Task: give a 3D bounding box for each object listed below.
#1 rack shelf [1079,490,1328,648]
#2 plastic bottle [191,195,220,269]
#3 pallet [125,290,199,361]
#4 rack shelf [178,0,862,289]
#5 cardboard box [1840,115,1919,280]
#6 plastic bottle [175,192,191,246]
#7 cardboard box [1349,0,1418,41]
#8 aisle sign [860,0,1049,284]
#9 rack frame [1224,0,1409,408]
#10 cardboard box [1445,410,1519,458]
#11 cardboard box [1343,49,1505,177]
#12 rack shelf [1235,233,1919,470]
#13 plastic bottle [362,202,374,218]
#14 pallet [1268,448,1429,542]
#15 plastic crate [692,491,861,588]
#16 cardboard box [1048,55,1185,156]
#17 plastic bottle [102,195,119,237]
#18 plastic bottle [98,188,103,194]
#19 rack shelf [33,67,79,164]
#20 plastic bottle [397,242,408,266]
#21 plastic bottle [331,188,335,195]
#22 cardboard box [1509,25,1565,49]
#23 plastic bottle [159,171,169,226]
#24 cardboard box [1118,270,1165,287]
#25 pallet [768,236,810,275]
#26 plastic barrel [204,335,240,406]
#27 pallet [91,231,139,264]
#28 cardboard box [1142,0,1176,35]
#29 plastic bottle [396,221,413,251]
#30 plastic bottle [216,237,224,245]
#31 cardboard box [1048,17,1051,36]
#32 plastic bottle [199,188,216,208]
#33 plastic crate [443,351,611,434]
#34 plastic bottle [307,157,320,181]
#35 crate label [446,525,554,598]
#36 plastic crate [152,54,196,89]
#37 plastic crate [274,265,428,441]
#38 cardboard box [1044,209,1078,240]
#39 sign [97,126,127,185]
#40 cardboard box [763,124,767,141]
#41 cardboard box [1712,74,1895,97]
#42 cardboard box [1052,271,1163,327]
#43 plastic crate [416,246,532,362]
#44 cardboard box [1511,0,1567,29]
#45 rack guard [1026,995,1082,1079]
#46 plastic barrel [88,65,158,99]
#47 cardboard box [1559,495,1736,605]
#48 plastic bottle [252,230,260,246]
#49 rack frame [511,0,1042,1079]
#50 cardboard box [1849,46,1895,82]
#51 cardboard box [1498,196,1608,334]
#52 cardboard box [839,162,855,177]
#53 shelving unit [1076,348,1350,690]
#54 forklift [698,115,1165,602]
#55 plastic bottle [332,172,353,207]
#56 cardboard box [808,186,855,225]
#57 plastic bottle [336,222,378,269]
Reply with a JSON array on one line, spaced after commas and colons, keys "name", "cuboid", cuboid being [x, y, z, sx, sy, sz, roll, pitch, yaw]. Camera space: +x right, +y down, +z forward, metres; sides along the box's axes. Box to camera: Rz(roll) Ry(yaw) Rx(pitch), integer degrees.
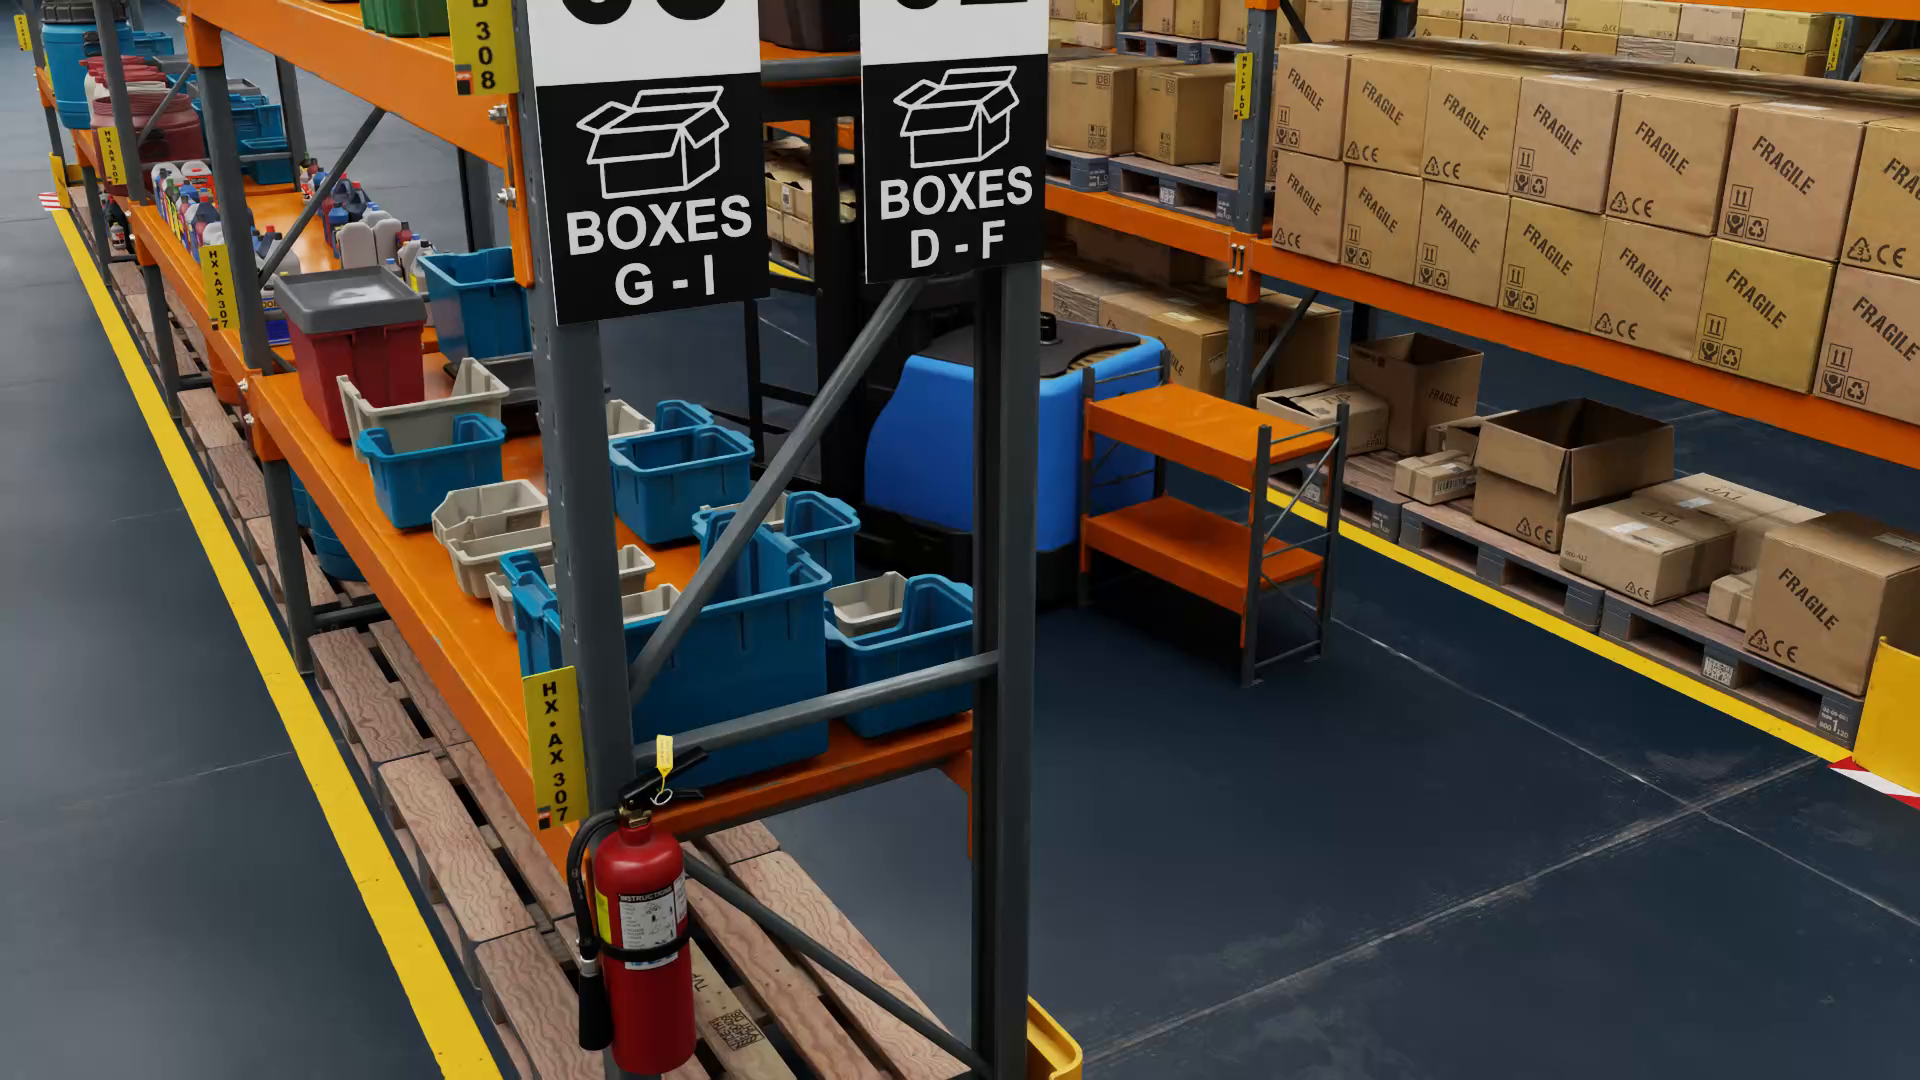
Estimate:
[{"name": "rack shelf", "cuboid": [1.047, 0.104, 7.211, 0.538, 0.278, 1.000, -16, 27, -34]}, {"name": "plastic bottle", "cuboid": [-3.654, -1.504, 8.093, 0.144, 0.351, 0.185, -13, 25, -28]}, {"name": "pallet", "cuboid": [-5.365, -1.591, 11.946, 1.003, 0.211, 1.213, -13, 25, -28]}, {"name": "rack shelf", "cuboid": [-1.319, -1.344, 4.607, 1.077, 0.370, 4.000, -13, 25, -28]}, {"name": "cardboard box", "cuboid": [3.500, -1.193, 5.802, 0.500, 0.500, 0.500, -13, 25, -29]}, {"name": "plastic bottle", "cuboid": [-3.982, -1.658, 8.578, 0.097, 0.271, 0.097, 0, 22, 0]}, {"name": "cardboard box", "cuboid": [3.885, -4.536, 14.771, 0.700, 0.500, 0.500, -16, 27, -34]}, {"name": "aisle sign", "cuboid": [-0.005, -0.879, 3.037, 0.394, 0.787, 0.004, -13, 25, -28]}, {"name": "rack frame", "cuboid": [1.920, -1.887, 8.970, 1.000, 3.000, 0.127, -13, 25, -28]}, {"name": "cardboard box", "cuboid": [2.838, -0.472, 8.477, 0.500, 0.311, 0.500, -13, 25, -28]}, {"name": "cardboard box", "cuboid": [2.183, -2.023, 7.844, 0.500, 0.500, 0.500, -13, 26, -30]}, {"name": "rack shelf", "cuboid": [2.942, -0.906, 7.513, 1.077, 0.370, 4.000, -13, 25, -28]}, {"name": "plastic bottle", "cuboid": [-2.926, -1.548, 8.307, 0.097, 0.271, 0.097, 0, 22, 0]}, {"name": "pallet", "cuboid": [2.270, -0.372, 8.948, 1.003, 0.211, 1.213, -13, 25, -28]}, {"name": "plastic crate", "cuboid": [-0.476, 0.053, 4.340, 0.416, 0.233, 0.300, -13, 25, -28]}, {"name": "cardboard box", "cuboid": [0.965, -2.688, 10.250, 0.500, 0.500, 0.700, 20, 30, 41]}, {"name": "plastic bottle", "cuboid": [-7.101, -2.717, 13.946, 0.144, 0.351, 0.185, -14, 26, -31]}, {"name": "plastic bottle", "cuboid": [-7.586, -2.970, 14.673, 0.097, 0.271, 0.097, 0, 22, 0]}, {"name": "rack shelf", "cuboid": [-7.448, -3.839, 14.729, 1.077, 0.370, 4.000, -13, 25, -28]}, {"name": "plastic bottle", "cuboid": [-2.571, -1.291, 7.767, 0.097, 0.201, 0.097, 0, 22, 0]}, {"name": "plastic bottle", "cuboid": [-3.400, -1.816, 9.060, 0.097, 0.201, 0.097, 0, 22, 0]}, {"name": "cardboard box", "cuboid": [4.674, -3.791, 13.099, 0.500, 0.500, 0.500, -13, 25, -28]}, {"name": "plastic bottle", "cuboid": [-4.312, -1.859, 9.056, 0.061, 0.283, 0.133, -13, 25, -28]}, {"name": "cardboard box", "cuboid": [1.352, -1.470, 10.680, 0.500, 0.500, 0.500, -12, 25, -28]}, {"name": "pallet", "cuboid": [-1.129, -2.558, 14.325, 1.003, 0.211, 1.213, -13, 25, -28]}, {"name": "plastic barrel", "cuboid": [-4.119, -1.264, 9.763, 0.600, 0.830, 0.708, -13, 25, -28]}, {"name": "pallet", "cuboid": [-6.734, -2.459, 14.080, 1.003, 0.211, 1.213, -13, 25, -28]}, {"name": "cardboard box", "cuboid": [2.321, -5.509, 17.165, 0.700, 0.500, 0.500, -13, 25, -28]}, {"name": "plastic bottle", "cuboid": [-2.614, -1.370, 7.852, 0.061, 0.283, 0.133, -13, 25, -28]}, {"name": "plastic bottle", "cuboid": [-3.264, -1.225, 7.506, 0.152, 0.276, 0.135, -13, 25, -28]}, {"name": "cardboard box", "cuboid": [1.070, -5.788, 18.741, 0.500, 0.250, 0.500, -13, 25, -29]}, {"name": "plastic bottle", "cuboid": [-4.106, -1.816, 9.060, 0.097, 0.201, 0.097, 0, 22, 0]}, {"name": "plastic crate", "cuboid": [-1.537, -0.525, 5.905, 0.437, 0.125, 0.590, -13, 25, -28]}, {"name": "plastic bottle", "cuboid": [-3.692, -2.053, 9.533, 0.061, 0.283, 0.133, -13, 25, -28]}, {"name": "crate label", "cuboid": [-1.168, 0.043, 4.493, 0.396, 0.136, 0.243, -13, 25, -28]}, {"name": "plastic crate", "cuboid": [-5.916, -3.457, 12.747, 0.402, 0.464, 0.583, -13, 25, -28]}, {"name": "plastic crate", "cuboid": [-2.100, -0.656, 5.776, 0.402, 0.464, 0.583, -13, 25, -28]}, {"name": "cardboard box", "cuboid": [0.589, -2.300, 11.726, 0.500, 0.250, 0.500, -12, 25, -26]}, {"name": "sign", "cuboid": [-4.853, -2.198, 9.518, 0.100, 0.325, 0.005, -13, 25, -28]}, {"name": "cardboard box", "cuboid": [-2.134, -3.955, 16.156, 0.500, 0.500, 0.500, -13, 25, -28]}, {"name": "cardboard box", "cuboid": [3.439, -1.627, 6.869, 0.500, 0.500, 0.500, -12, 25, -28]}, {"name": "cardboard box", "cuboid": [0.921, -1.361, 10.413, 0.500, 0.500, 0.500, -12, 25, -28]}, {"name": "plastic crate", "cuboid": [-1.808, -0.870, 6.410, 0.392, 0.384, 0.575, -13, 25, -28]}, {"name": "cardboard box", "cuboid": [4.678, -4.145, 12.976, 0.500, 0.250, 0.500, -12, 25, -28]}, {"name": "rack guard", "cuboid": [-0.273, 1.523, 3.901, 1.175, 0.500, 0.348, -13, 25, -28]}, {"name": "plastic barrel", "cuboid": [-5.752, -2.999, 11.525, 0.433, 0.535, 0.433, 0, 22, 0]}, {"name": "cardboard box", "cuboid": [3.014, 0.036, 7.307, 0.500, 0.250, 0.500, -13, 25, -28]}, {"name": "plastic bottle", "cuboid": [-3.235, -1.296, 7.688, 0.097, 0.271, 0.097, 0, 22, 0]}, {"name": "rack frame", "cuboid": [-0.300, 0.360, 3.442, 0.949, 2.616, 0.053, -13, 25, -28]}, {"name": "cardboard box", "cuboid": [6.158, -3.232, 11.724, 0.500, 0.500, 0.500, -14, 26, -30]}, {"name": "cardboard box", "cuboid": [2.725, -1.224, 7.206, 0.500, 0.500, 0.500, -13, 25, -29]}, {"name": "cardboard box", "cuboid": [-0.935, -3.089, 14.276, 0.500, 0.311, 0.500, -13, 25, -29]}, {"name": "shelving unit", "cuboid": [1.047, -0.122, 7.119, 0.538, 1.125, 1.048, -16, 27, -34]}, {"name": "forklift", "cuboid": [-0.497, -1.503, 8.117, 3.031, 2.935, 1.130, 16, 27, 35]}, {"name": "plastic bottle", "cuboid": [-3.181, -1.729, 8.647, 0.144, 0.351, 0.185, -13, 25, -28]}, {"name": "cardboard box", "cuboid": [-0.874, -2.651, 13.200, 0.500, 0.311, 0.500, -13, 26, -29]}, {"name": "plastic bottle", "cuboid": [-2.853, -1.371, 7.867, 0.152, 0.276, 0.135, -13, 25, -28]}]
